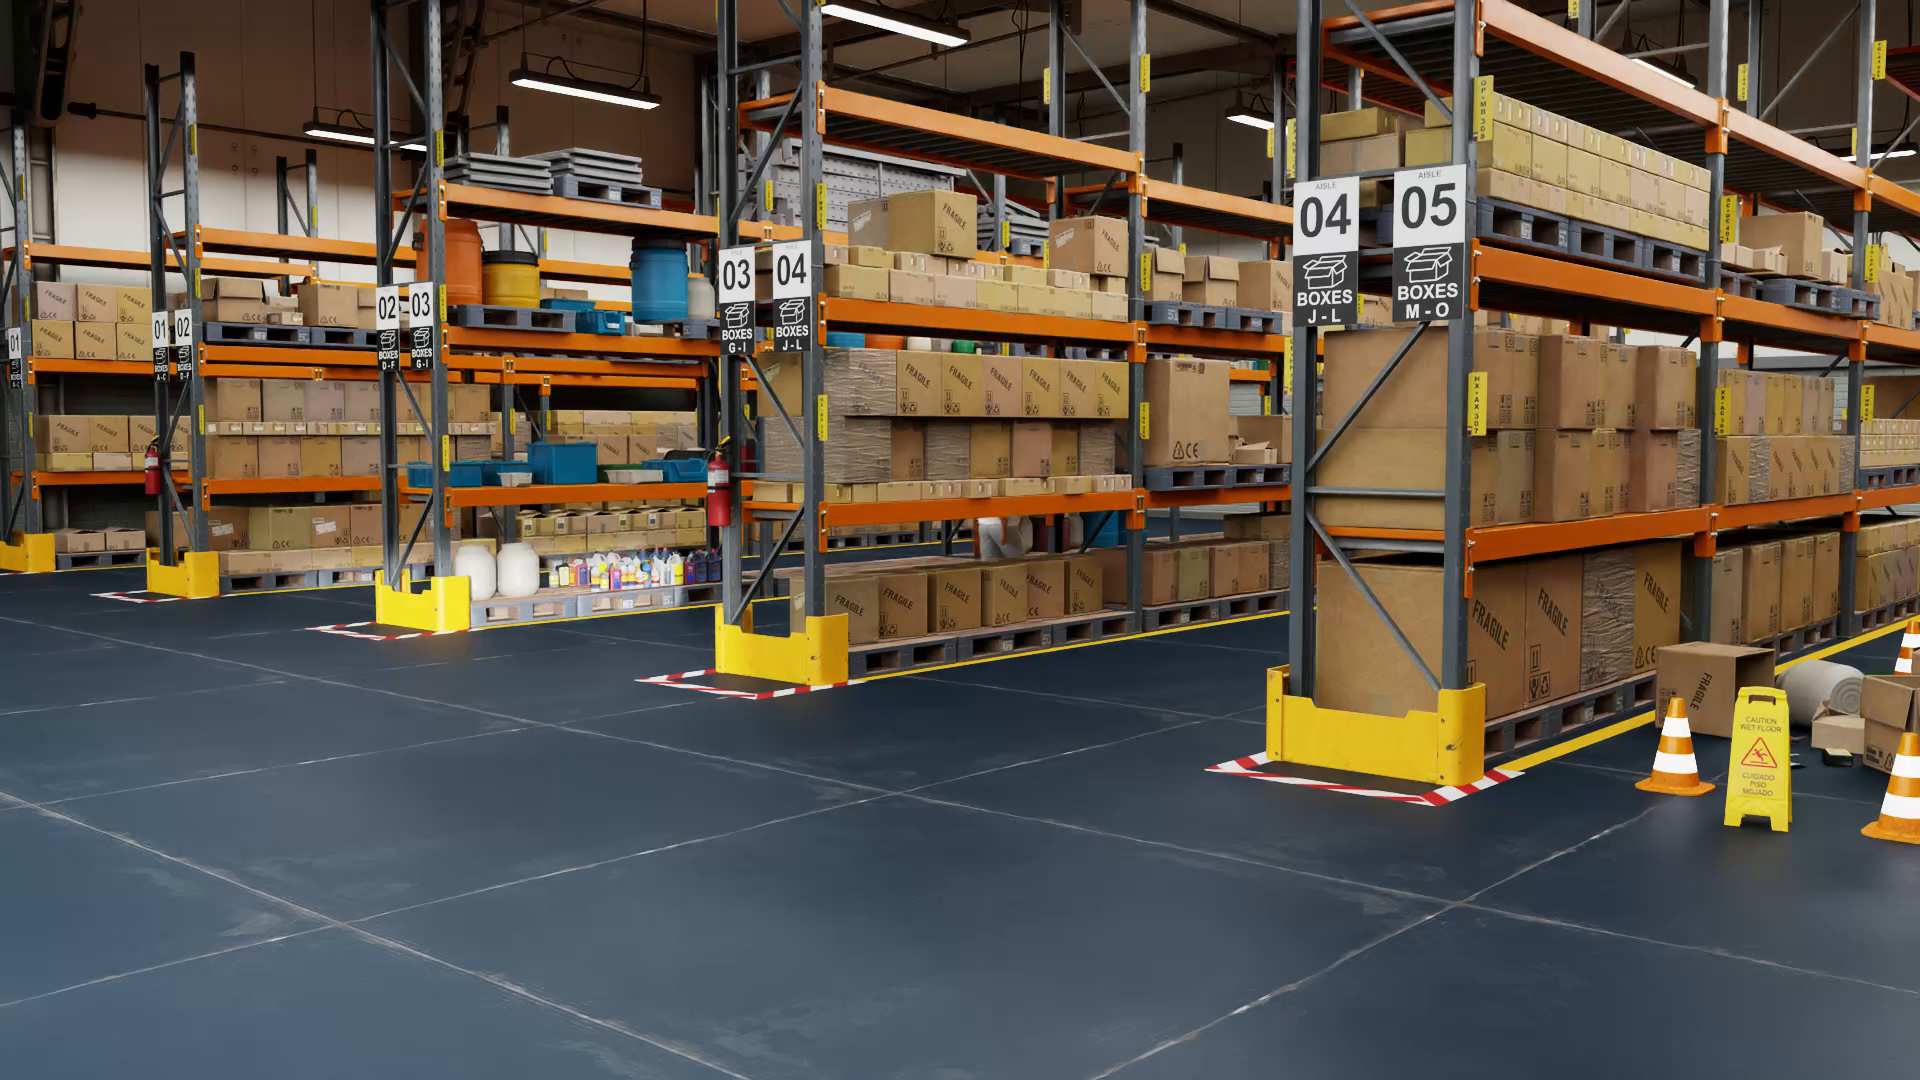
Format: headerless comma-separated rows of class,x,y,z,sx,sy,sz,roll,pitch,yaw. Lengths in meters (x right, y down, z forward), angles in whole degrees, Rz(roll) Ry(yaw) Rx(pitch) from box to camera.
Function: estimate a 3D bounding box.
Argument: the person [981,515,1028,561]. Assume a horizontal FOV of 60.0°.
person,0.433,-0.064,16.751,0.680,1.689,0.506,-3,5,-36
